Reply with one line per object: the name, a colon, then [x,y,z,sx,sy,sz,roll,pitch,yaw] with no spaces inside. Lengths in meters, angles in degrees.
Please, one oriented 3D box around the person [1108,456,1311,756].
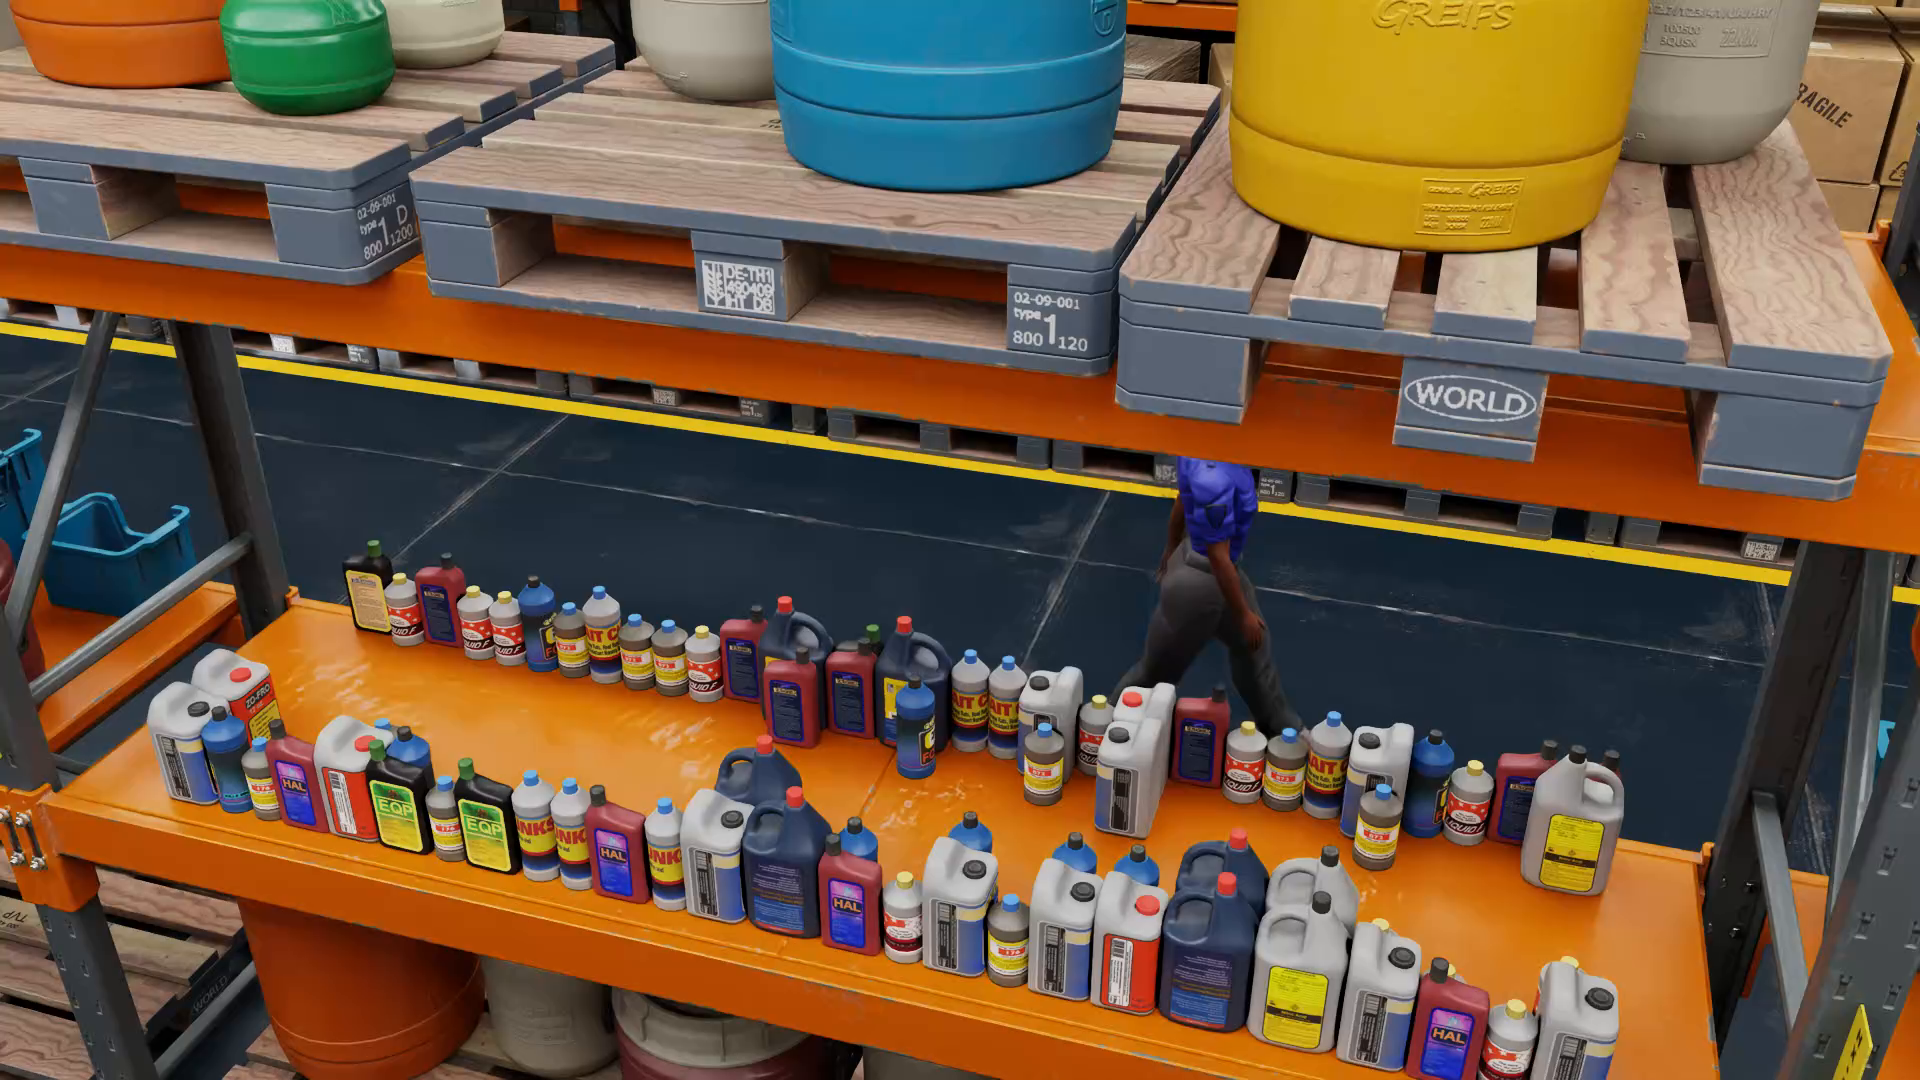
person: [0.949,0.143,5.852,0.937,1.608,0.497,5,30,9]
